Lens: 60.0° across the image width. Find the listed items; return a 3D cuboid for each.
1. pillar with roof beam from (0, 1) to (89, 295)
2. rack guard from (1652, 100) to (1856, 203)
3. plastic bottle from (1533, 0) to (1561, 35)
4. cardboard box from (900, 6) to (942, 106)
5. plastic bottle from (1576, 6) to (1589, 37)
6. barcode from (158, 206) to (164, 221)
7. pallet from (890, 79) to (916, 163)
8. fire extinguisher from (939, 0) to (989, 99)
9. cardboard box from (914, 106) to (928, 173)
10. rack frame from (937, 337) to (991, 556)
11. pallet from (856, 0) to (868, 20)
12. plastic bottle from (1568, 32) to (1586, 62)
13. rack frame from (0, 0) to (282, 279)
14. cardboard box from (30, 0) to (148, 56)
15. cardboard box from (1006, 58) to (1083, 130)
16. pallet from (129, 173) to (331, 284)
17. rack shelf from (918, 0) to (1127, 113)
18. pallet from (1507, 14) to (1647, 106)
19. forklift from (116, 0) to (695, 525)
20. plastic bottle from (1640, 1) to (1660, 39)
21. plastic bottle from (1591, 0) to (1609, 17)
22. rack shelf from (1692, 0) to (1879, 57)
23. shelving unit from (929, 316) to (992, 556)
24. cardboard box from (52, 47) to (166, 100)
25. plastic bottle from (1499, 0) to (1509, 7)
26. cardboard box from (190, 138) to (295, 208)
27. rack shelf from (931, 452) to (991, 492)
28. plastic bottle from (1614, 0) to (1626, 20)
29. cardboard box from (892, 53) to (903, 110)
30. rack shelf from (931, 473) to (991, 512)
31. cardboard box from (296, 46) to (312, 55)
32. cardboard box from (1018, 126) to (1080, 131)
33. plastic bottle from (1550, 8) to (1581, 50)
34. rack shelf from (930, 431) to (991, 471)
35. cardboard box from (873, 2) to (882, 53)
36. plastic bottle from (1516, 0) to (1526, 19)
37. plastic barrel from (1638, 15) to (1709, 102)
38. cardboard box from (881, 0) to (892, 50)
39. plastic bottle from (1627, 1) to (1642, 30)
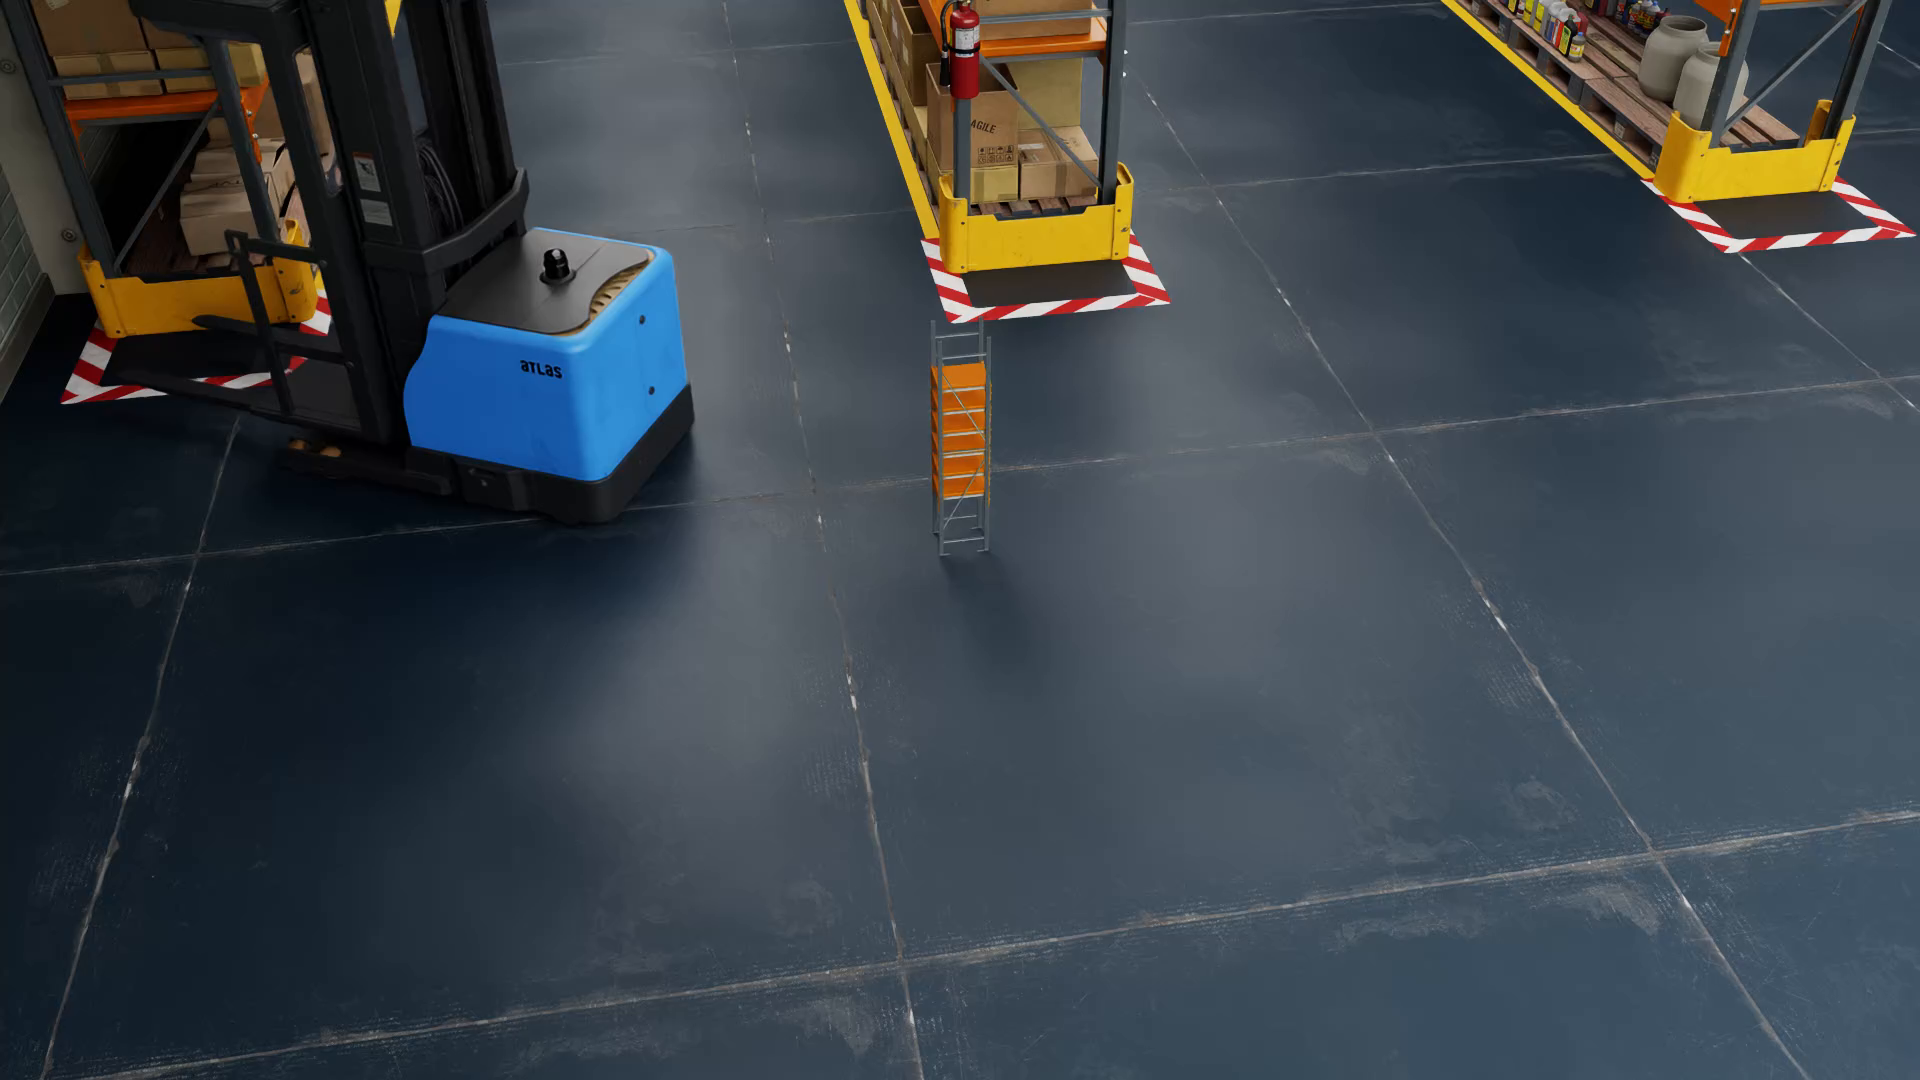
[{"bbox_3d":[-1.151,-5.632,8.065,9.100,9.000,0.400,-6,38,-8],"label":"pillar with roof beam"},{"bbox_3d":[5.279,-2.590,11.076,1.175,0.500,0.348,-6,38,-8],"label":"rack guard"},{"bbox_3d":[4.511,-4.065,12.737,0.144,0.351,0.185,-5,38,-6],"label":"plastic bottle"},{"bbox_3d":[-0.115,-3.276,11.210,0.500,0.500,0.500,-6,38,-8],"label":"cardboard box"},{"bbox_3d":[4.673,-3.866,12.537,0.061,0.283,0.133,-6,38,-8],"label":"plastic bottle"},{"bbox_3d":[-4.844,-1.982,10.081,0.001,0.075,0.075,-6,38,-8],"label":"barcode"},{"bbox_3d":[0.076,-3.097,11.964,1.003,0.211,1.213,-6,38,-8],"label":"pallet"},{"bbox_3d":[0.025,-2.854,9.441,0.296,0.674,0.183,-6,38,-8],"label":"fire extinguisher"},{"bbox_3d":[-0.023,-2.678,11.052,0.500,0.250,0.500,-6,38,-8],"label":"cardboard box"},{"bbox_3d":[0.019,-0.410,7.699,0.240,1.200,0.006,-6,38,-8],"label":"rack frame"},{"bbox_3d":[-0.407,-4.761,14.106,1.003,0.211,1.213,-6,38,-8],"label":"pallet"},{"bbox_3d":[4.586,-3.667,12.347,0.097,0.201,0.097,0,38,0],"label":"plastic bottle"},{"bbox_3d":[-4.415,-2.471,8.885,1.000,3.000,0.127,-6,38,-8],"label":"rack frame"},{"bbox_3d":[-4.706,-2.977,9.032,0.500,0.500,0.500,-7,38,-8],"label":"cardboard box"},{"bbox_3d":[0.497,-3.031,10.895,0.500,0.500,0.500,-6,38,-8],"label":"cardboard box"},{"bbox_3d":[-4.535,-1.910,10.436,1.003,0.211,1.213,-6,38,-8],"label":"pallet"},{"bbox_3d":[0.111,-3.930,11.349,1.077,0.370,4.000,-6,38,-8],"label":"rack shelf"},{"bbox_3d":[4.932,-3.702,12.744,1.003,0.211,1.213,-6,38,-8],"label":"pallet"},{"bbox_3d":[-2.987,-1.765,8.032,3.031,2.935,1.130,11,39,14],"label":"forklift"},{"bbox_3d":[5.268,-3.968,12.678,0.097,0.271,0.097,0,38,0],"label":"plastic bottle"},{"bbox_3d":[5.045,-4.274,13.062,0.061,0.283,0.133,-6,38,-8],"label":"plastic bottle"},{"bbox_3d":[4.988,-4.460,12.032,1.077,0.370,4.000,-6,38,-8],"label":"rack shelf"},{"bbox_3d":[0.003,-0.465,7.771,0.258,1.200,0.189,-6,38,-8],"label":"shelving unit"},{"bbox_3d":[-4.687,-2.681,9.262,0.500,0.250,0.500,-6,38,-7],"label":"cardboard box"},{"bbox_3d":[4.404,-4.434,13.212,0.144,0.351,0.185,-8,39,-10],"label":"plastic bottle"},{"bbox_3d":[-4.547,-2.354,10.569,0.500,0.311,0.500,-3,38,-4],"label":"cardboard box"},{"bbox_3d":[0.003,-0.335,7.871,0.258,0.103,0.180,-6,38,-8],"label":"rack shelf"},{"bbox_3d":[5.197,-4.185,13.014,0.097,0.201,0.097,0,38,0],"label":"plastic bottle"},{"bbox_3d":[-0.198,-3.282,11.829,0.500,0.250,0.500,-6,38,-8],"label":"cardboard box"},{"bbox_3d":[0.003,-0.240,7.945,0.258,0.103,0.180,-6,38,-8],"label":"rack shelf"},{"bbox_3d":[-4.894,-3.451,11.825,0.500,0.500,0.500,-9,39,-11],"label":"cardboard box"},{"bbox_3d":[0.496,-2.735,11.124,0.500,0.250,0.500,-6,38,-8],"label":"cardboard box"},{"bbox_3d":[4.568,-3.852,12.524,0.152,0.276,0.135,-6,38,-8],"label":"plastic bottle"},{"bbox_3d":[0.003,-0.430,7.798,0.258,0.103,0.180,-6,38,-8],"label":"rack shelf"},{"bbox_3d":[-0.374,-3.886,12.606,0.500,0.250,0.500,-6,38,-8],"label":"cardboard box"},{"bbox_3d":[4.430,-4.201,13.035,0.097,0.201,0.097,0,38,0],"label":"plastic bottle"},{"bbox_3d":[5.061,-3.412,11.782,0.421,0.512,0.421,0,38,0],"label":"plastic barrel"},{"bbox_3d":[-0.291,-3.880,11.987,0.500,0.500,0.500,-6,38,-8],"label":"cardboard box"},{"bbox_3d":[5.233,-4.061,12.854,0.097,0.201,0.097,0,38,0],"label":"plastic bottle"}]
